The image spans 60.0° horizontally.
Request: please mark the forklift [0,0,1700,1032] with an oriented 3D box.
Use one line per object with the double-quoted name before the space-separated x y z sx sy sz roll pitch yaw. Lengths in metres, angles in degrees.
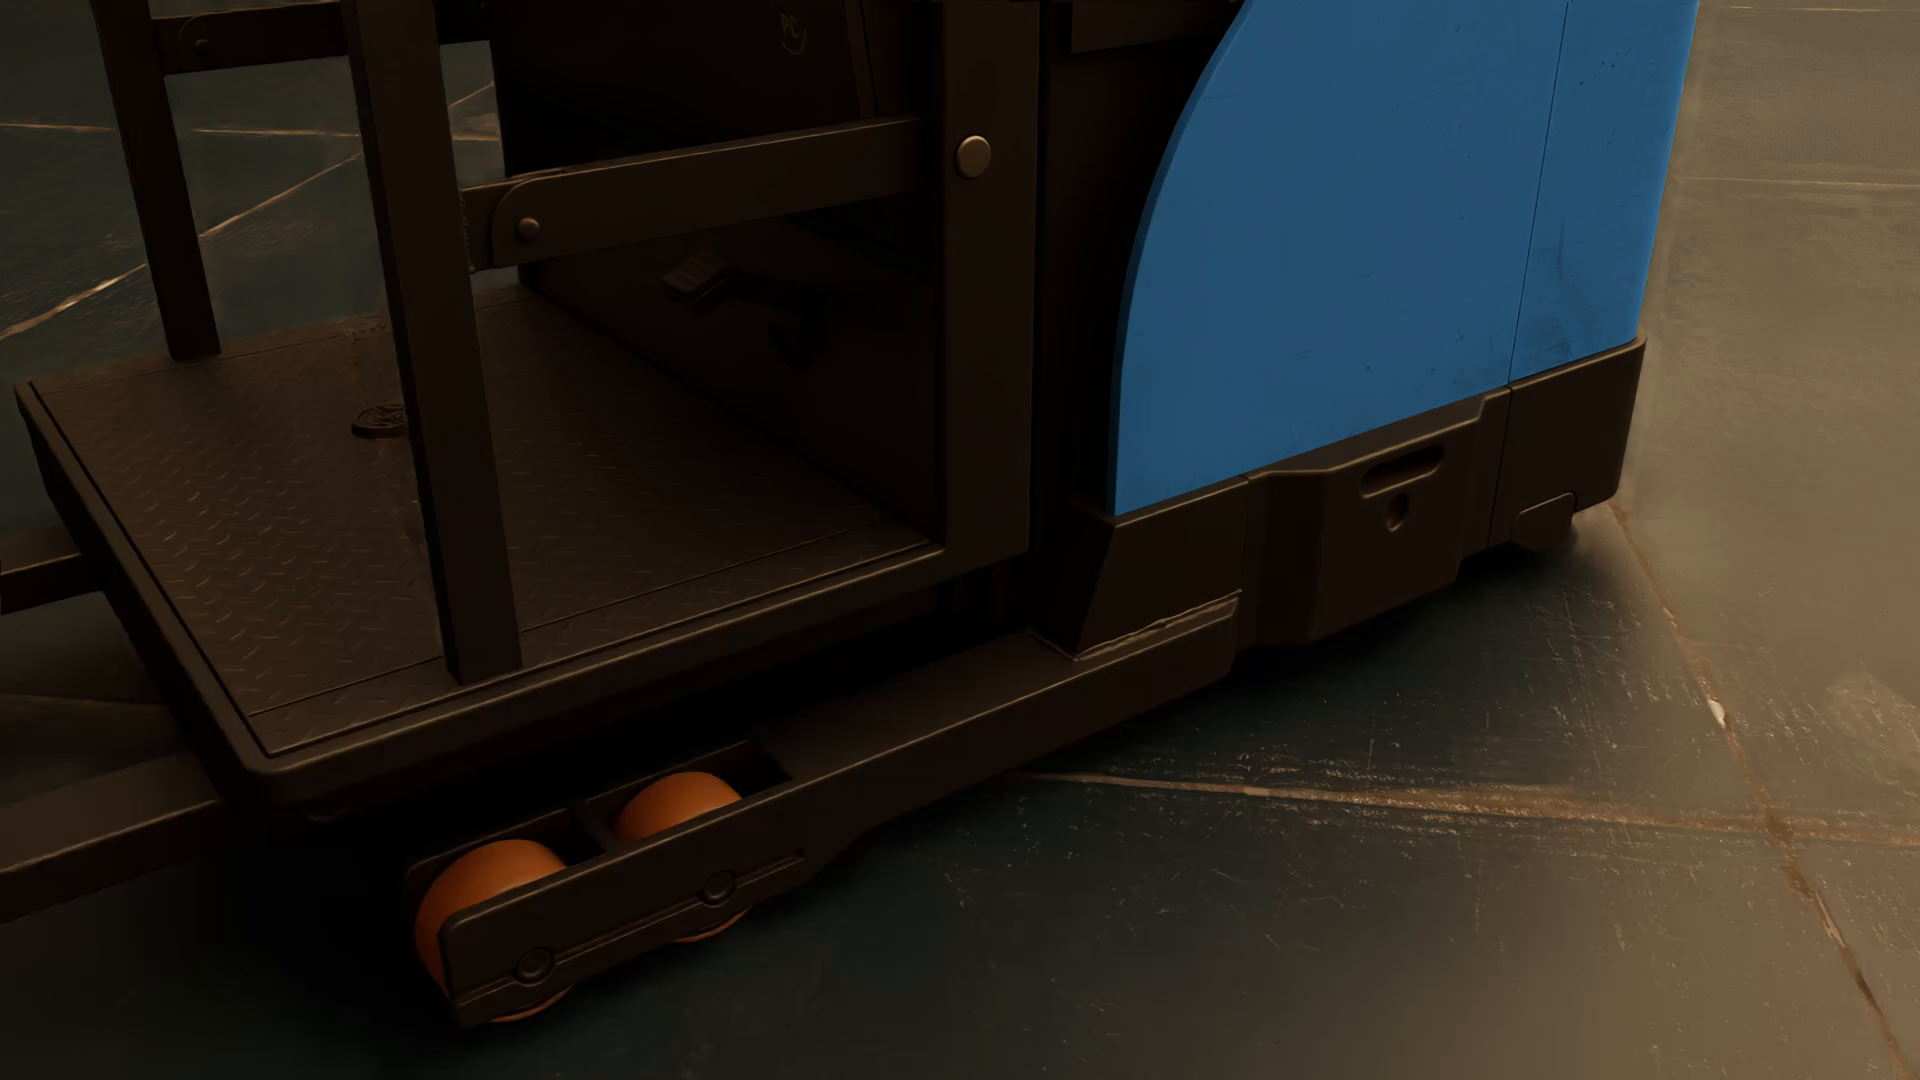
"forklift" -0.496 -1.123 1.467 3.031 2.935 1.130 -18 32 -32
